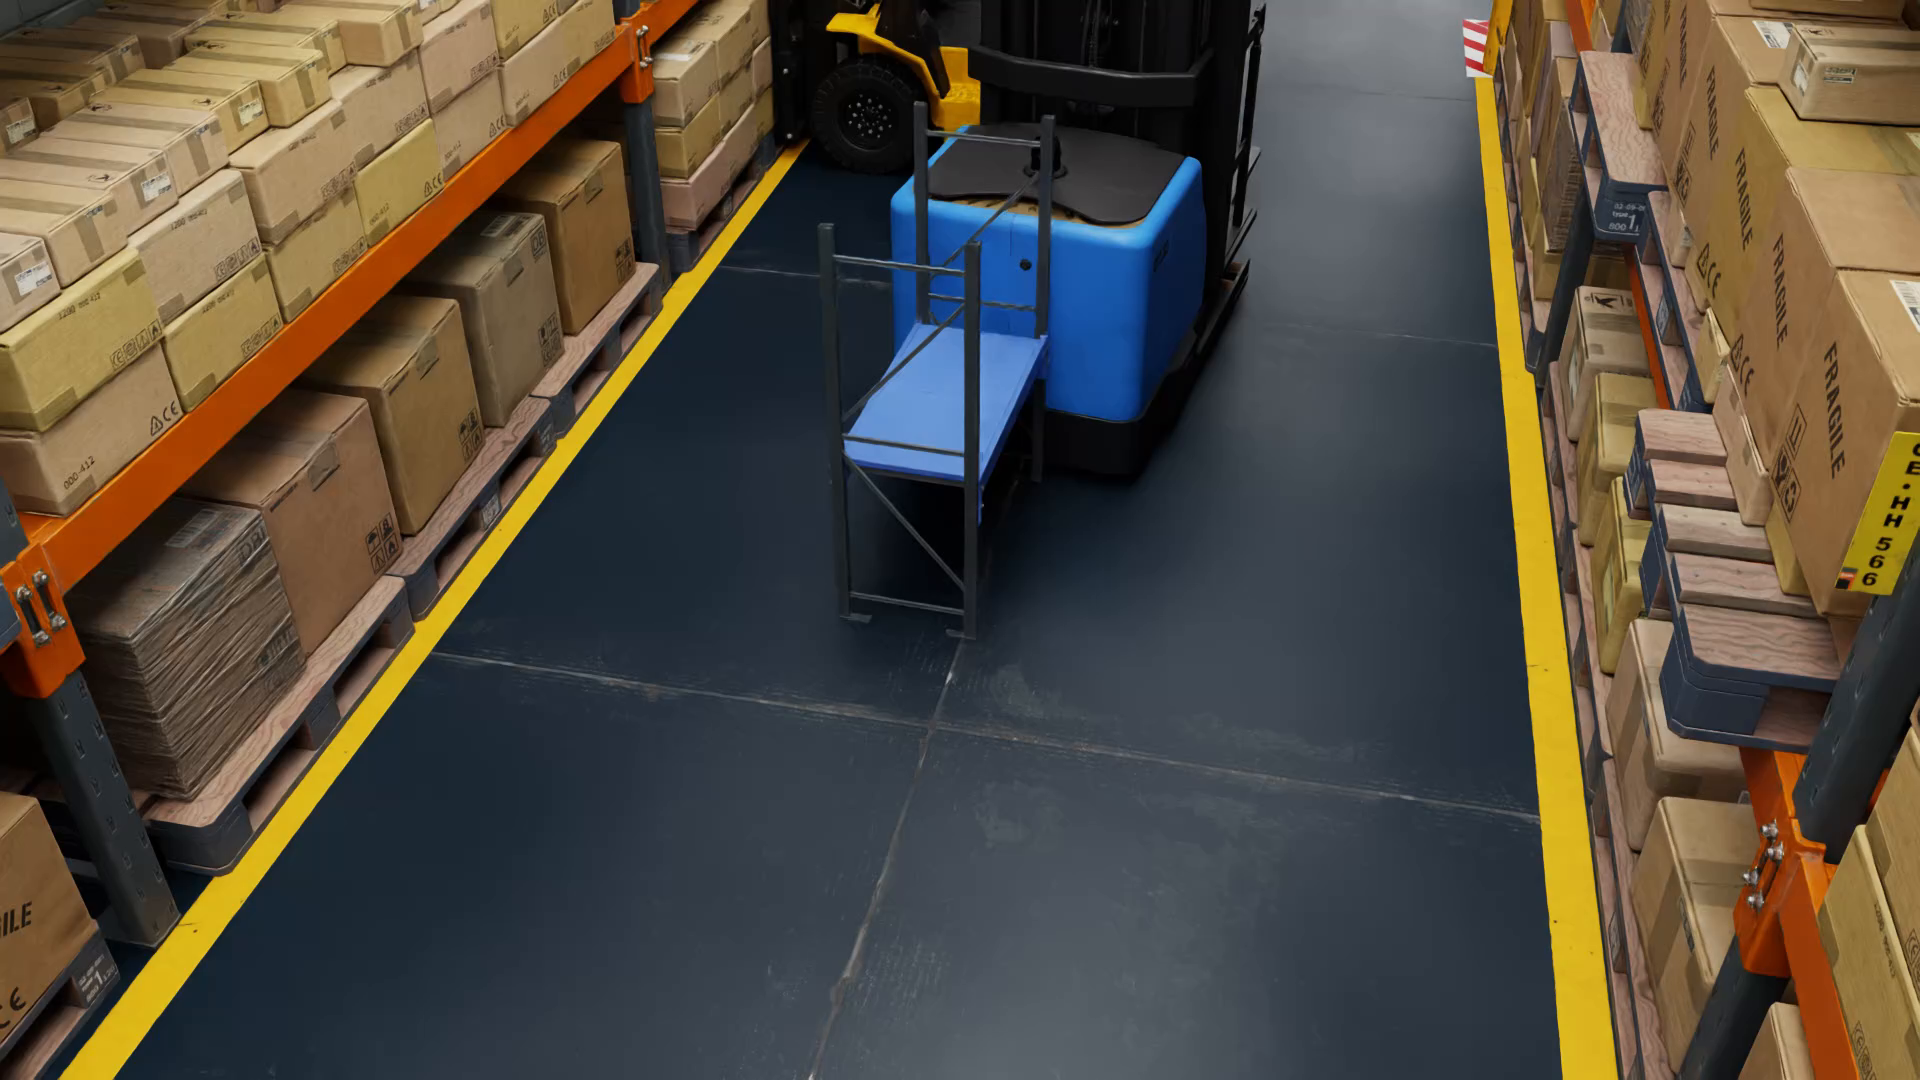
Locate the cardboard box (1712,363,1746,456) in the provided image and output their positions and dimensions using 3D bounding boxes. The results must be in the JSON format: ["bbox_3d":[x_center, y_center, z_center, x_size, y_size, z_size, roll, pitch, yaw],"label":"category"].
[{"bbox_3d":[2.022,-0.283,3.941,0.380,0.149,0.250,6,36,8],"label":"cardboard box"}]

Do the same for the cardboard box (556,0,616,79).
[{"bbox_3d":[-1.724,-2.072,6.681,0.500,0.250,0.500,8,37,11],"label":"cardboard box"}]

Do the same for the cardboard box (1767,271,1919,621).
[{"bbox_3d":[1.949,-0.168,3.229,0.500,0.500,0.500,6,36,9],"label":"cardboard box"}]

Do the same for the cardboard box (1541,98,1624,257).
[{"bbox_3d":[2.842,-1.568,7.203,0.500,0.500,0.500,7,36,9],"label":"cardboard box"}]

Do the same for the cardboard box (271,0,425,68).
[{"bbox_3d":[-1.953,-1.636,5.313,0.380,0.149,0.250,6,36,9],"label":"cardboard box"}]

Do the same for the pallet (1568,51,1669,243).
[{"bbox_3d":[2.673,-1.337,5.702,1.003,0.211,1.213,7,37,10],"label":"pallet"}]

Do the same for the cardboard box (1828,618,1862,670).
[{"bbox_3d":[1.964,0.173,3.311,0.380,0.149,0.250,9,37,12],"label":"cardboard box"}]

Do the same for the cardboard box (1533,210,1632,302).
[{"bbox_3d":[2.842,-1.264,7.423,0.500,0.250,0.500,9,37,12],"label":"cardboard box"}]

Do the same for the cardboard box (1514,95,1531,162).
[{"bbox_3d":[3.169,-2.150,8.646,0.500,0.250,0.500,10,37,13],"label":"cardboard box"}]

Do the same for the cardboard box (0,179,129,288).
[{"bbox_3d":[-2.315,-0.763,4.109,0.380,0.149,0.250,8,37,11],"label":"cardboard box"}]

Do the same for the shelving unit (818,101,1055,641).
[{"bbox_3d":[-0.050,-0.591,5.787,0.538,1.500,1.048,9,37,12],"label":"shelving unit"}]

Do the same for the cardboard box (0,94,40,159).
[{"bbox_3d":[-2.809,-1.131,4.616,0.380,0.149,0.250,7,36,9],"label":"cardboard box"}]

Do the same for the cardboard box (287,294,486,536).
[{"bbox_3d":[-2.304,-0.487,6.032,0.875,0.625,0.625,6,36,8],"label":"cardboard box"}]

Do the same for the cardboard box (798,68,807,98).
[{"bbox_3d":[-1.129,-2.625,9.301,0.500,0.250,0.500,8,37,11],"label":"cardboard box"}]

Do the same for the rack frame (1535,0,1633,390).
[{"bbox_3d":[2.978,-1.834,6.225,1.000,3.000,0.127,7,37,10],"label":"rack frame"}]

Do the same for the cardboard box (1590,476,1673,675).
[{"bbox_3d":[2.571,0.172,5.338,0.950,0.372,0.625,8,37,12],"label":"cardboard box"}]

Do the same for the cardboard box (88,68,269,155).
[{"bbox_3d":[-2.217,-1.213,4.730,0.380,0.149,0.250,8,37,10],"label":"cardboard box"}]

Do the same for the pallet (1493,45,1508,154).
[{"bbox_3d":[3.608,-2.494,9.511,1.003,0.211,1.213,7,37,10],"label":"pallet"}]

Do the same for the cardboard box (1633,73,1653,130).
[{"bbox_3d":[2.489,-1.483,5.597,0.380,0.149,0.250,8,37,11],"label":"cardboard box"}]

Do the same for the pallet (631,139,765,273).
[{"bbox_3d":[-1.661,-1.776,8.521,1.003,0.211,1.213,7,37,10],"label":"pallet"}]

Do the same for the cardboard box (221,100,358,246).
[{"bbox_3d":[-2.155,-1.111,4.929,0.500,0.250,0.500,6,36,9],"label":"cardboard box"}]

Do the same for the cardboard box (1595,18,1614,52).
[{"bbox_3d":[2.749,-1.955,6.606,0.380,0.149,0.250,7,37,9],"label":"cardboard box"}]

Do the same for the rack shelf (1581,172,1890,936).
[{"bbox_3d":[2.551,-0.396,4.854,1.077,0.370,4.000,7,37,10],"label":"rack shelf"}]

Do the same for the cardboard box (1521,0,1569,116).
[{"bbox_3d":[3.163,-2.460,8.434,0.500,0.500,0.500,8,37,11],"label":"cardboard box"}]

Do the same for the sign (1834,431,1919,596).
[{"bbox_3d":[1.591,-0.041,2.831,0.100,0.325,0.005,7,37,10],"label":"sign"}]

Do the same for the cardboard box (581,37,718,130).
[{"bbox_3d":[-1.462,-2.154,7.799,0.500,0.250,0.500,7,36,9],"label":"cardboard box"}]

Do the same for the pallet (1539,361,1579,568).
[{"bbox_3d":[2.813,-0.259,6.427,1.003,0.211,1.213,7,37,10],"label":"pallet"}]

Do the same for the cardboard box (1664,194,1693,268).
[{"bbox_3d":[2.246,-0.882,4.767,0.380,0.149,0.250,9,37,12],"label":"cardboard box"}]

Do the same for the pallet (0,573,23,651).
[{"bbox_3d":[-2.803,0.314,3.424,1.213,0.211,1.003,7,37,10],"label":"pallet"}]

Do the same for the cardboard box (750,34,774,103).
[{"bbox_3d":[-1.243,-2.528,8.741,0.500,0.250,0.500,7,37,10],"label":"cardboard box"}]

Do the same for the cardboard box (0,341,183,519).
[{"bbox_3d":[-2.393,-0.324,4.269,0.500,0.250,0.500,7,37,10],"label":"cardboard box"}]

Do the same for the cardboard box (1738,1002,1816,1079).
[{"bbox_3d":[1.895,1.535,3.029,0.875,0.875,0.875,7,37,10],"label":"cardboard box"}]

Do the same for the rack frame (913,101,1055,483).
[{"bbox_3d":[0.082,-0.879,6.185,0.500,1.500,0.032,9,37,12],"label":"rack frame"}]

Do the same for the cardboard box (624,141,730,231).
[{"bbox_3d":[-1.445,-1.747,8.089,0.500,0.250,0.500,8,37,10],"label":"cardboard box"}]

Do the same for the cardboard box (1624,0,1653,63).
[{"bbox_3d":[2.598,-1.933,5.664,0.500,0.500,0.500,8,37,11],"label":"cardboard box"}]

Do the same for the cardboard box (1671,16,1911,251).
[{"bbox_3d":[2.273,-1.068,4.471,0.500,0.500,0.500,6,36,8],"label":"cardboard box"}]

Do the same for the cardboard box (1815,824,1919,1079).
[{"bbox_3d":[1.773,0.769,2.761,0.500,0.250,0.500,7,36,9],"label":"cardboard box"}]

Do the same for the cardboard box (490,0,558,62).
[{"bbox_3d":[-1.830,-1.987,6.137,0.500,0.250,0.500,6,36,9],"label":"cardboard box"}]

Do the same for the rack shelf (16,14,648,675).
[{"bbox_3d":[-2.299,-1.017,5.710,1.077,0.370,4.000,7,37,10],"label":"rack shelf"}]

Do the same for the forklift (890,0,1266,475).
[{"bbox_3d":[0.718,-2.302,6.929,1.130,2.935,3.031,13,38,17],"label":"forklift"}]

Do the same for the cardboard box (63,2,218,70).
[{"bbox_3d":[-2.545,-1.559,5.207,0.380,0.149,0.250,8,37,11],"label":"cardboard box"}]

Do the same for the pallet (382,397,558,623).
[{"bbox_3d":[-2.250,-0.197,6.341,1.003,0.211,1.213,7,37,10],"label":"pallet"}]

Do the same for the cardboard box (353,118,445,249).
[{"bbox_3d":[-2.065,-1.205,5.485,0.500,0.250,0.500,8,37,11],"label":"cardboard box"}]

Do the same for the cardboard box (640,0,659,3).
[{"bbox_3d":[-1.522,-2.717,7.357,0.500,0.500,0.500,6,36,9],"label":"cardboard box"}]
